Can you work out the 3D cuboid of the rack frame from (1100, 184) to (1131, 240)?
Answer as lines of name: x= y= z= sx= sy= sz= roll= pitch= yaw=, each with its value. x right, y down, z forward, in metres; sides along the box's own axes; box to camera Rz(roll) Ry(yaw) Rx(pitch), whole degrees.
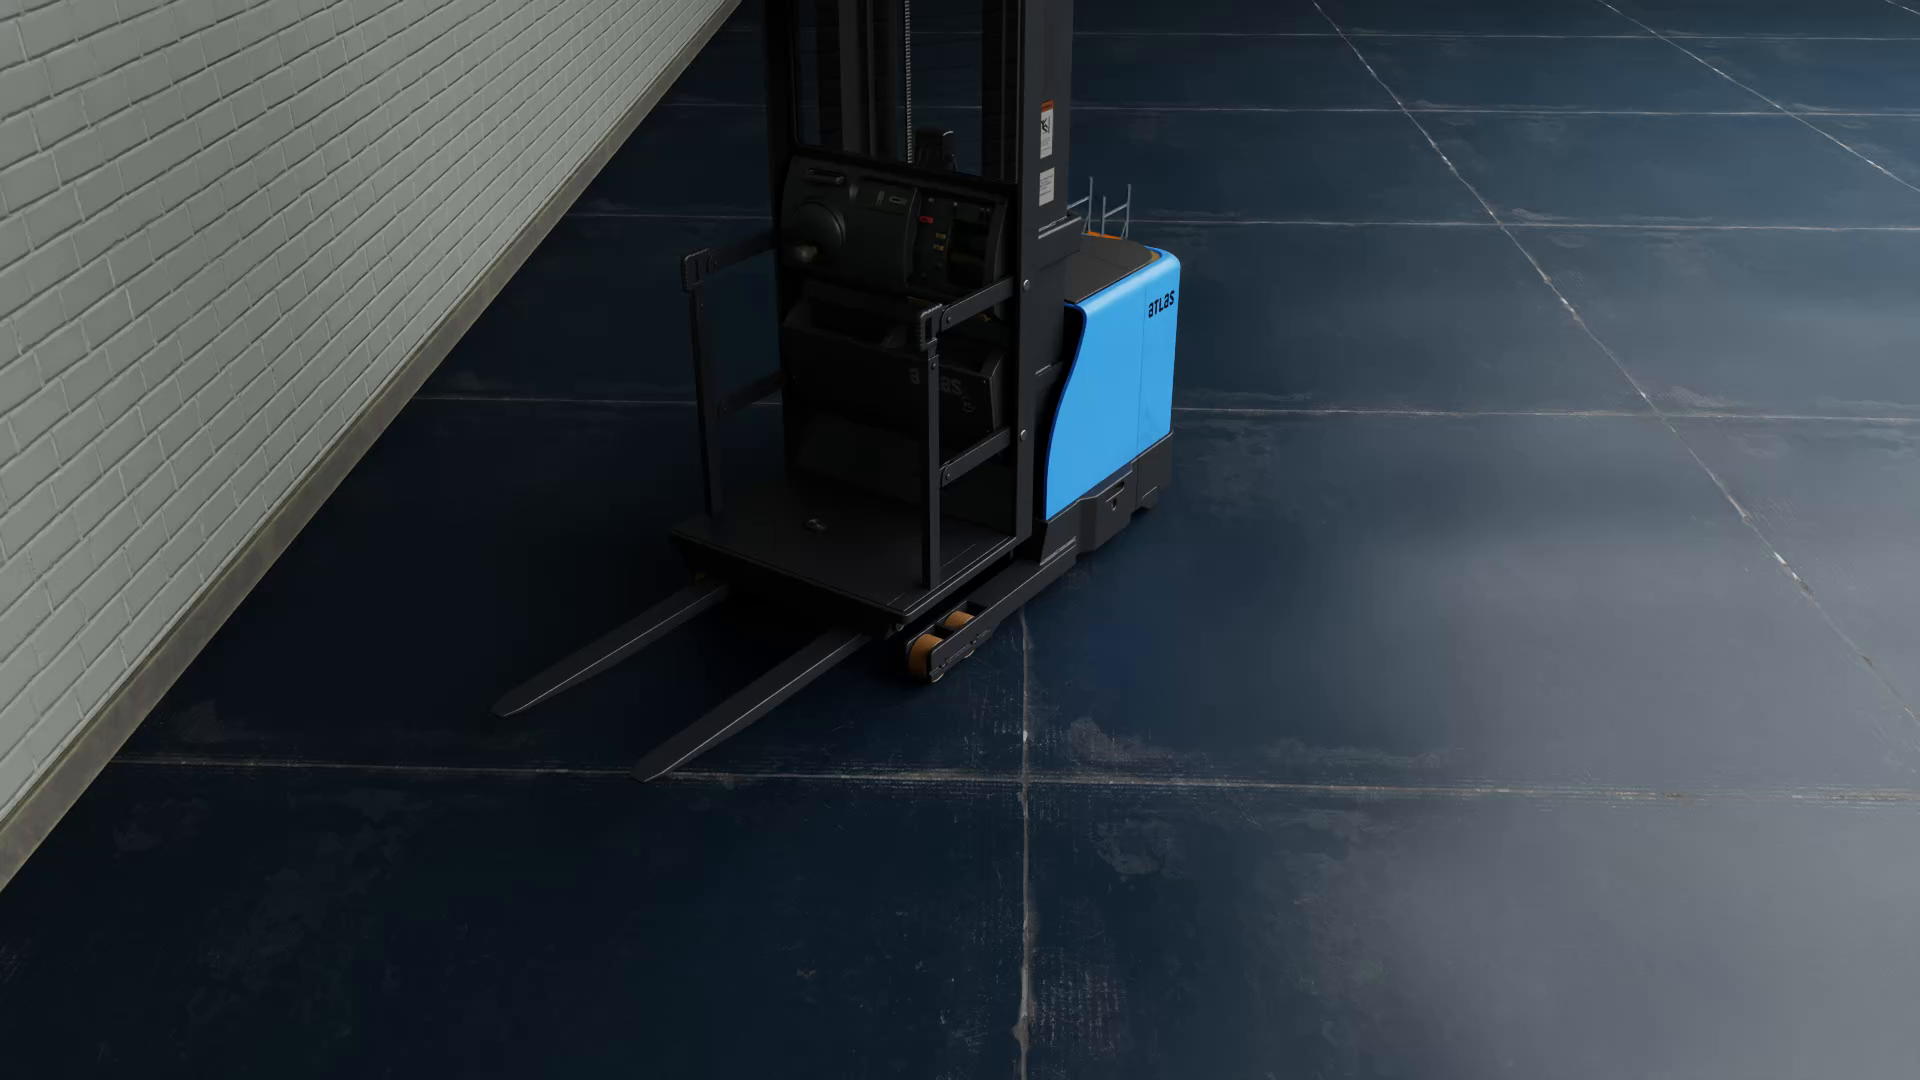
rack frame: x=0.646 y=-0.929 z=7.220 sx=0.006 sy=1.200 sz=0.240 roll=18 pitch=33 yaw=28

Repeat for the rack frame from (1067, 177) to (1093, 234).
rack frame: x=0.493 y=-0.977 z=7.307 sx=0.006 sy=1.200 sz=0.240 roll=18 pitch=33 yaw=28

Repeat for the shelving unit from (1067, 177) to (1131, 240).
shelving unit: x=0.569 y=-0.953 z=7.264 sx=0.189 sy=1.200 sz=0.258 roll=18 pitch=33 yaw=28

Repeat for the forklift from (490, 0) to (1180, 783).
forklift: x=-0.356 y=-1.053 z=5.607 sx=1.130 sy=2.935 sz=3.031 roll=18 pitch=33 yaw=30

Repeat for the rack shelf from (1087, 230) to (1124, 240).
rack shelf: x=0.573 y=-1.231 z=7.114 sx=0.180 sy=0.103 sz=0.258 roll=18 pitch=33 yaw=28
